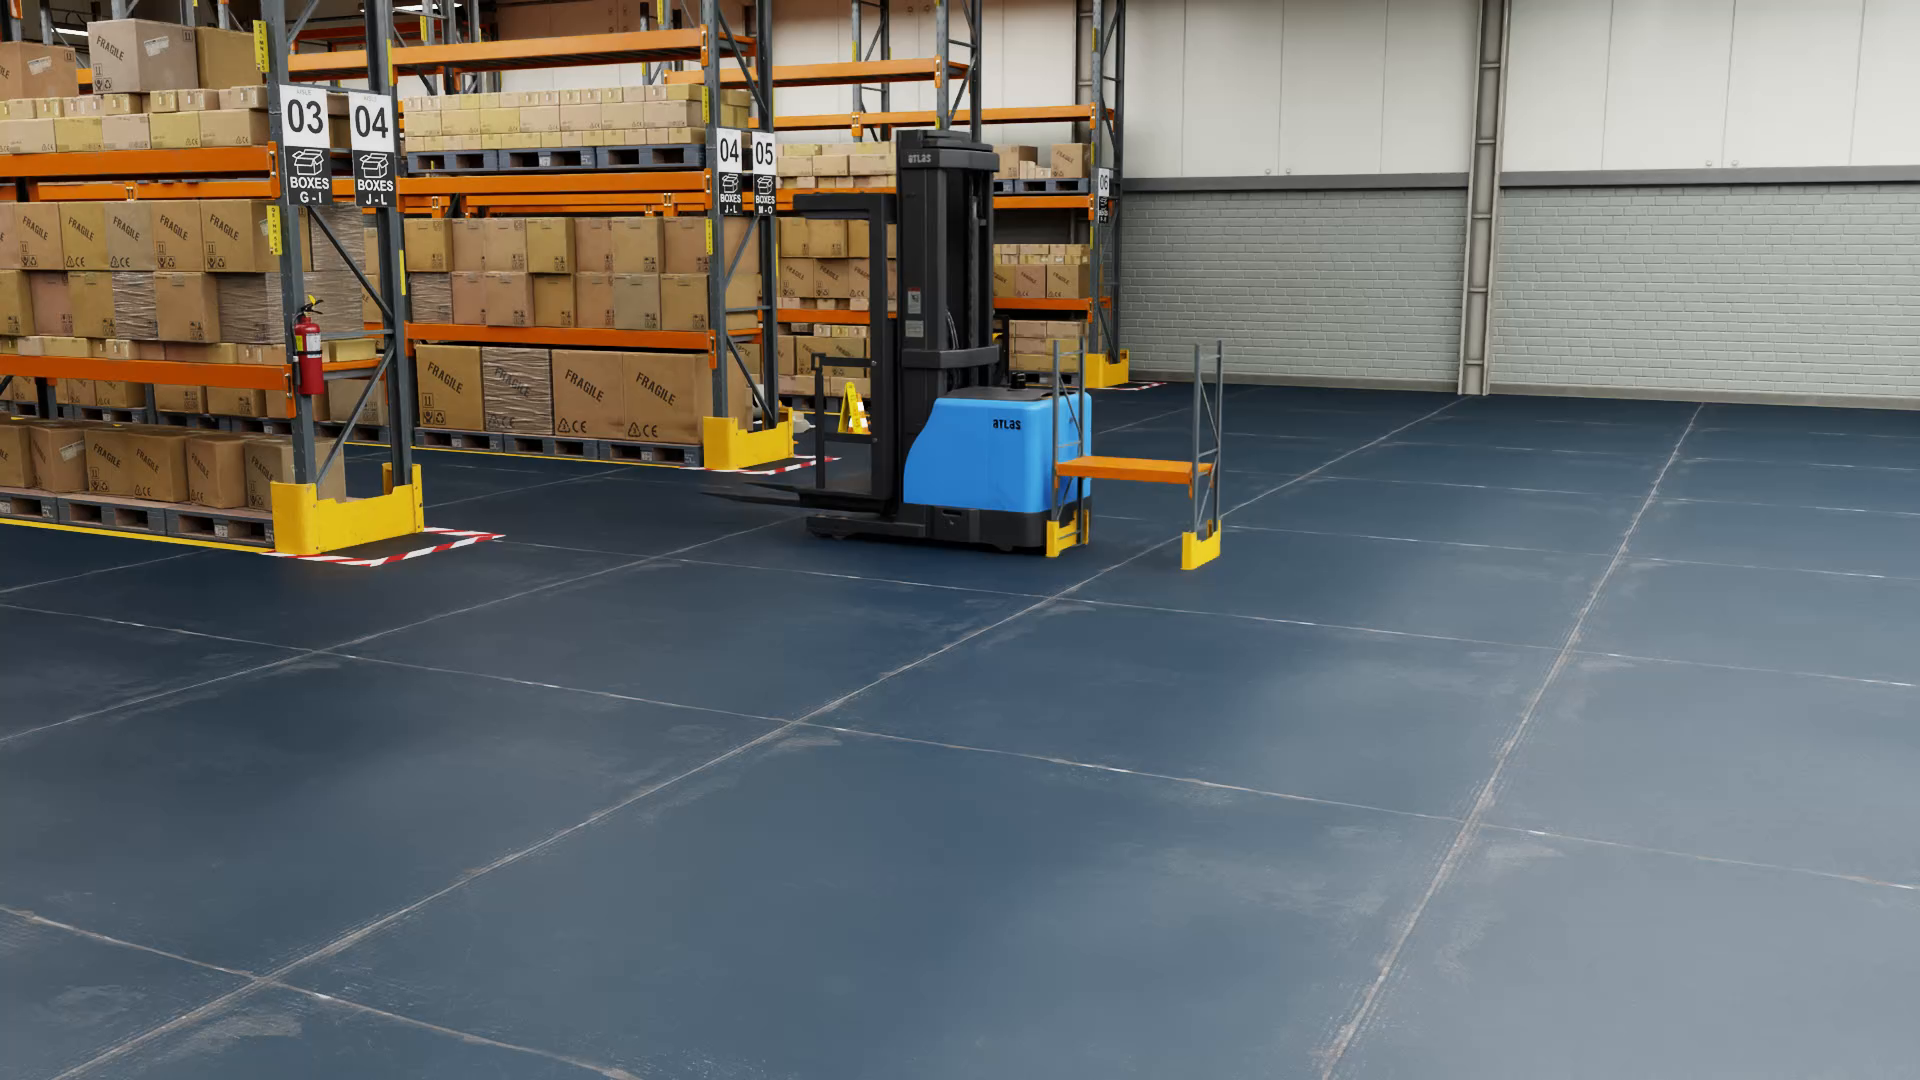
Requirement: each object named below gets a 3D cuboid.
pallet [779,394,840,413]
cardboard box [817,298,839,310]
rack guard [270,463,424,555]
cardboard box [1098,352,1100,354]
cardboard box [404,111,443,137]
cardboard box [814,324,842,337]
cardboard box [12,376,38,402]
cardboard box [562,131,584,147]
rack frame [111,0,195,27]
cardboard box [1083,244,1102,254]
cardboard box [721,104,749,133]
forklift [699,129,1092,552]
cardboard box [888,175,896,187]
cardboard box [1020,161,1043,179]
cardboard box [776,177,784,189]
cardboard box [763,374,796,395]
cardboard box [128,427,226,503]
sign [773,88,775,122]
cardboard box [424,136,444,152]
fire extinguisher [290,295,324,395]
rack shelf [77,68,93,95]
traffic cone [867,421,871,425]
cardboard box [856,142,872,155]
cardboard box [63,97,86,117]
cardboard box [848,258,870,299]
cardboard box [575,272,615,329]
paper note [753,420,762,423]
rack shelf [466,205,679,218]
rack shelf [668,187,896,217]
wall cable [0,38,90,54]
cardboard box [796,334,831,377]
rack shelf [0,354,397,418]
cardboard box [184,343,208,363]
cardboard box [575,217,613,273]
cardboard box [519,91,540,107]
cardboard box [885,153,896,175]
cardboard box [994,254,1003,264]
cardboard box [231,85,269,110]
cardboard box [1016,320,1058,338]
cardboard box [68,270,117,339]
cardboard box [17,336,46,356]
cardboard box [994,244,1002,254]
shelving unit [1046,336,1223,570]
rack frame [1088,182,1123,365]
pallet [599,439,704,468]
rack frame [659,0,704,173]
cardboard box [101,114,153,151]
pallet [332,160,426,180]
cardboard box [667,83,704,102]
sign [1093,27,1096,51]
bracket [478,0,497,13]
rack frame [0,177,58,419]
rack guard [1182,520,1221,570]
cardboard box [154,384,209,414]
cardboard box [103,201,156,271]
[{"bbox_3d":[-1.876,-1.847,21.843,1.213,0.211,1.003,5,11,26],"label":"pallet"},{"bbox_3d":[-1.612,-3.009,21.136,0.250,0.149,0.380,5,11,25],"label":"cardboard box"},{"bbox_3d":[-4.457,-0.241,12.155,0.348,0.500,1.175,5,11,26],"label":"rack guard"},{"bbox_3d":[1.835,-2.764,25.620,0.500,0.250,0.500,5,11,26],"label":"cardboard box"},{"bbox_3d":[-5.377,-4.285,17.188,0.500,0.250,0.500,5,11,26],"label":"cardboard box"},{"bbox_3d":[-1.657,-2.670,21.175,0.250,0.149,0.380,6,12,28],"label":"cardboard box"},{"bbox_3d":[-11.369,-1.990,20.642,0.500,0.500,0.500,5,12,27],"label":"cardboard box"},{"bbox_3d":[-3.691,-3.929,16.341,0.250,0.149,0.380,5,11,26],"label":"cardboard box"},{"bbox_3d":[-9.278,-5.831,19.181,0.127,3.000,1.000,5,11,26],"label":"rack frame"},{"bbox_3d":[1.982,-4.416,25.268,0.250,0.149,0.380,5,11,25],"label":"cardboard box"},{"bbox_3d":[-2.423,-4.132,16.343,0.500,0.250,0.500,5,11,26],"label":"cardboard box"},{"bbox_3d":[-0.564,-1.524,12.421,3.031,2.935,1.130,5,12,28],"label":"forklift"},{"bbox_3d":[-0.686,-4.397,20.388,0.250,0.149,0.380,5,11,26],"label":"cardboard box"},{"bbox_3d":[1.084,-5.543,24.928,0.258,0.266,0.396,5,11,26],"label":"cardboard box"},{"bbox_3d":[-2.303,-4.536,21.151,0.250,0.149,0.380,5,11,25],"label":"cardboard box"},{"bbox_3d":[-2.221,-2.045,21.647,0.500,0.250,0.500,5,11,25],"label":"cardboard box"},{"bbox_3d":[-6.046,-0.587,12.891,0.500,0.500,0.500,6,12,31],"label":"cardboard box"},{"bbox_3d":[-1.853,-4.282,16.368,0.005,0.325,0.100,5,11,26],"label":"sign"},{"bbox_3d":[-5.282,-4.069,17.114,0.250,0.149,0.380,5,11,26],"label":"cardboard box"},{"bbox_3d":[-4.491,-1.344,11.450,0.183,0.674,0.296,5,11,26],"label":"fire extinguisher"},{"bbox_3d":[-11.072,-5.438,20.152,4.000,0.370,1.077,5,11,26],"label":"rack shelf"},{"bbox_3d":[-0.961,-1.627,19.919,0.334,0.463,0.336,5,11,26],"label":"traffic cone"},{"bbox_3d":[-1.094,-4.843,20.613,0.250,0.149,0.380,5,11,26],"label":"cardboard box"},{"bbox_3d":[-6.389,-3.192,12.322,0.250,0.149,0.380,5,12,27],"label":"cardboard box"},{"bbox_3d":[-1.060,-3.282,20.825,0.500,0.500,0.500,5,11,26],"label":"cardboard box"},{"bbox_3d":[-3.406,-2.449,16.916,0.550,0.550,0.875,5,11,26],"label":"cardboard box"},{"bbox_3d":[-2.428,-1.428,20.067,0.148,0.019,0.142,-10,14,-43],"label":"paper note"},{"bbox_3d":[-6.779,-5.750,29.177,4.000,0.370,1.077,5,11,26],"label":"rack shelf"},{"bbox_3d":[-1.798,-4.327,21.312,4.000,0.370,1.077,5,11,26],"label":"rack shelf"},{"bbox_3d":[-17.977,-8.244,32.406,0.133,3.039,2.988,5,11,26],"label":"wall cable"},{"bbox_3d":[-1.757,-2.373,21.354,0.500,0.500,0.500,5,11,24],"label":"cardboard box"},{"bbox_3d":[-6.183,-1.268,12.834,4.000,0.370,1.077,5,11,26],"label":"rack shelf"},{"bbox_3d":[-5.425,-1.384,12.159,0.250,0.149,0.380,5,11,26],"label":"cardboard box"},{"bbox_3d":[-3.396,-2.984,16.841,0.550,0.550,0.875,5,11,26],"label":"cardboard box"},{"bbox_3d":[-4.151,-4.362,16.491,0.250,0.149,0.380,5,11,26],"label":"cardboard box"},{"bbox_3d":[-0.583,-4.593,20.349,0.500,0.250,0.500,5,11,25],"label":"cardboard box"},{"bbox_3d":[0.592,-4.288,25.400,0.250,0.149,0.380,5,11,26],"label":"cardboard box"},{"bbox_3d":[-4.776,-3.035,11.456,0.250,0.149,0.380,5,11,26],"label":"cardboard box"},{"bbox_3d":[1.177,-3.212,25.287,0.500,0.250,0.500,5,12,27],"label":"cardboard box"},{"bbox_3d":[-6.244,-1.816,12.724,0.500,0.500,0.875,5,11,26],"label":"cardboard box"},{"bbox_3d":[-7.027,-1.510,12.854,0.250,0.149,0.380,5,11,26],"label":"cardboard box"},{"bbox_3d":[0.585,-4.434,25.371,0.250,0.149,0.380,5,12,27],"label":"cardboard box"},{"bbox_3d":[1.207,-0.626,11.477,1.083,1.500,0.587,5,11,27],"label":"shelving unit"},{"bbox_3d":[2.189,-3.840,25.027,0.127,3.000,1.000,5,11,26],"label":"rack frame"},{"bbox_3d":[-2.856,-0.927,16.760,1.213,0.211,1.003,5,11,26],"label":"pallet"},{"bbox_3d":[-3.592,-6.315,21.852,0.127,3.000,1.000,5,11,26],"label":"rack frame"},{"bbox_3d":[-5.839,-2.945,12.077,0.500,0.250,0.500,5,12,27],"label":"cardboard box"},{"bbox_3d":[-6.535,-4.010,18.080,1.217,0.209,0.805,5,11,24],"label":"pallet"},{"bbox_3d":[-2.556,-4.222,15.718,0.250,0.149,0.380,5,11,26],"label":"cardboard box"},{"bbox_3d":[1.936,-7.205,23.929,0.005,0.325,0.100,5,11,26],"label":"sign"},{"bbox_3d":[-8.583,-9.619,30.001,0.430,0.232,0.235,5,11,26],"label":"bracket"},{"bbox_3d":[-7.976,-1.780,13.641,0.127,3.000,1.000,5,11,26],"label":"rack frame"},{"bbox_3d":[1.650,0.030,11.364,0.087,0.250,0.587,5,11,27],"label":"rack guard"},{"bbox_3d":[-8.772,-1.916,19.534,0.750,0.750,1.050,5,11,25],"label":"cardboard box"},{"bbox_3d":[-5.890,-2.234,12.229,0.500,0.500,0.500,5,11,26],"label":"cardboard box"}]
